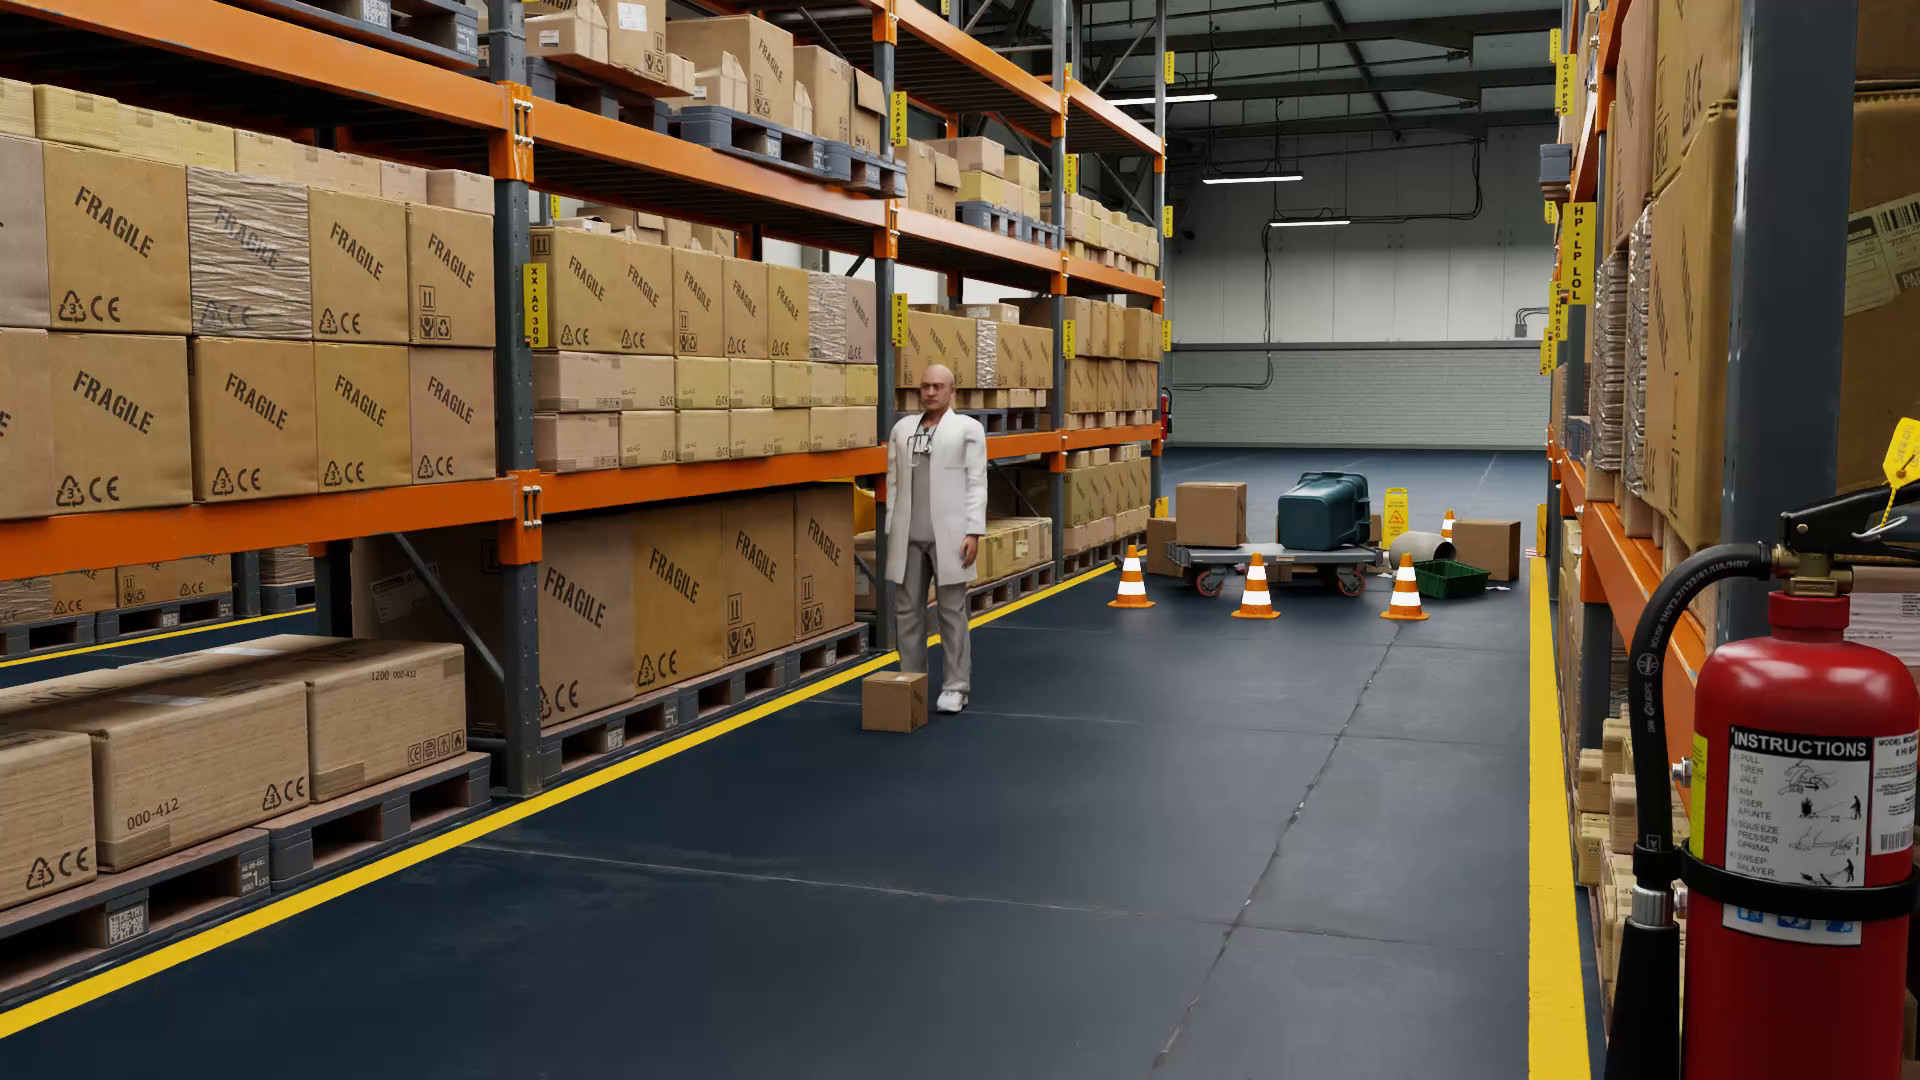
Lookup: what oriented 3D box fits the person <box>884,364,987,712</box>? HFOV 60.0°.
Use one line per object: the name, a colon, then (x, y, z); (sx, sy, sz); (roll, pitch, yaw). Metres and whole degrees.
person: (-0.135, -0.011, 8.565); (0.561, 1.781, 0.377); (2, 5, 20)
